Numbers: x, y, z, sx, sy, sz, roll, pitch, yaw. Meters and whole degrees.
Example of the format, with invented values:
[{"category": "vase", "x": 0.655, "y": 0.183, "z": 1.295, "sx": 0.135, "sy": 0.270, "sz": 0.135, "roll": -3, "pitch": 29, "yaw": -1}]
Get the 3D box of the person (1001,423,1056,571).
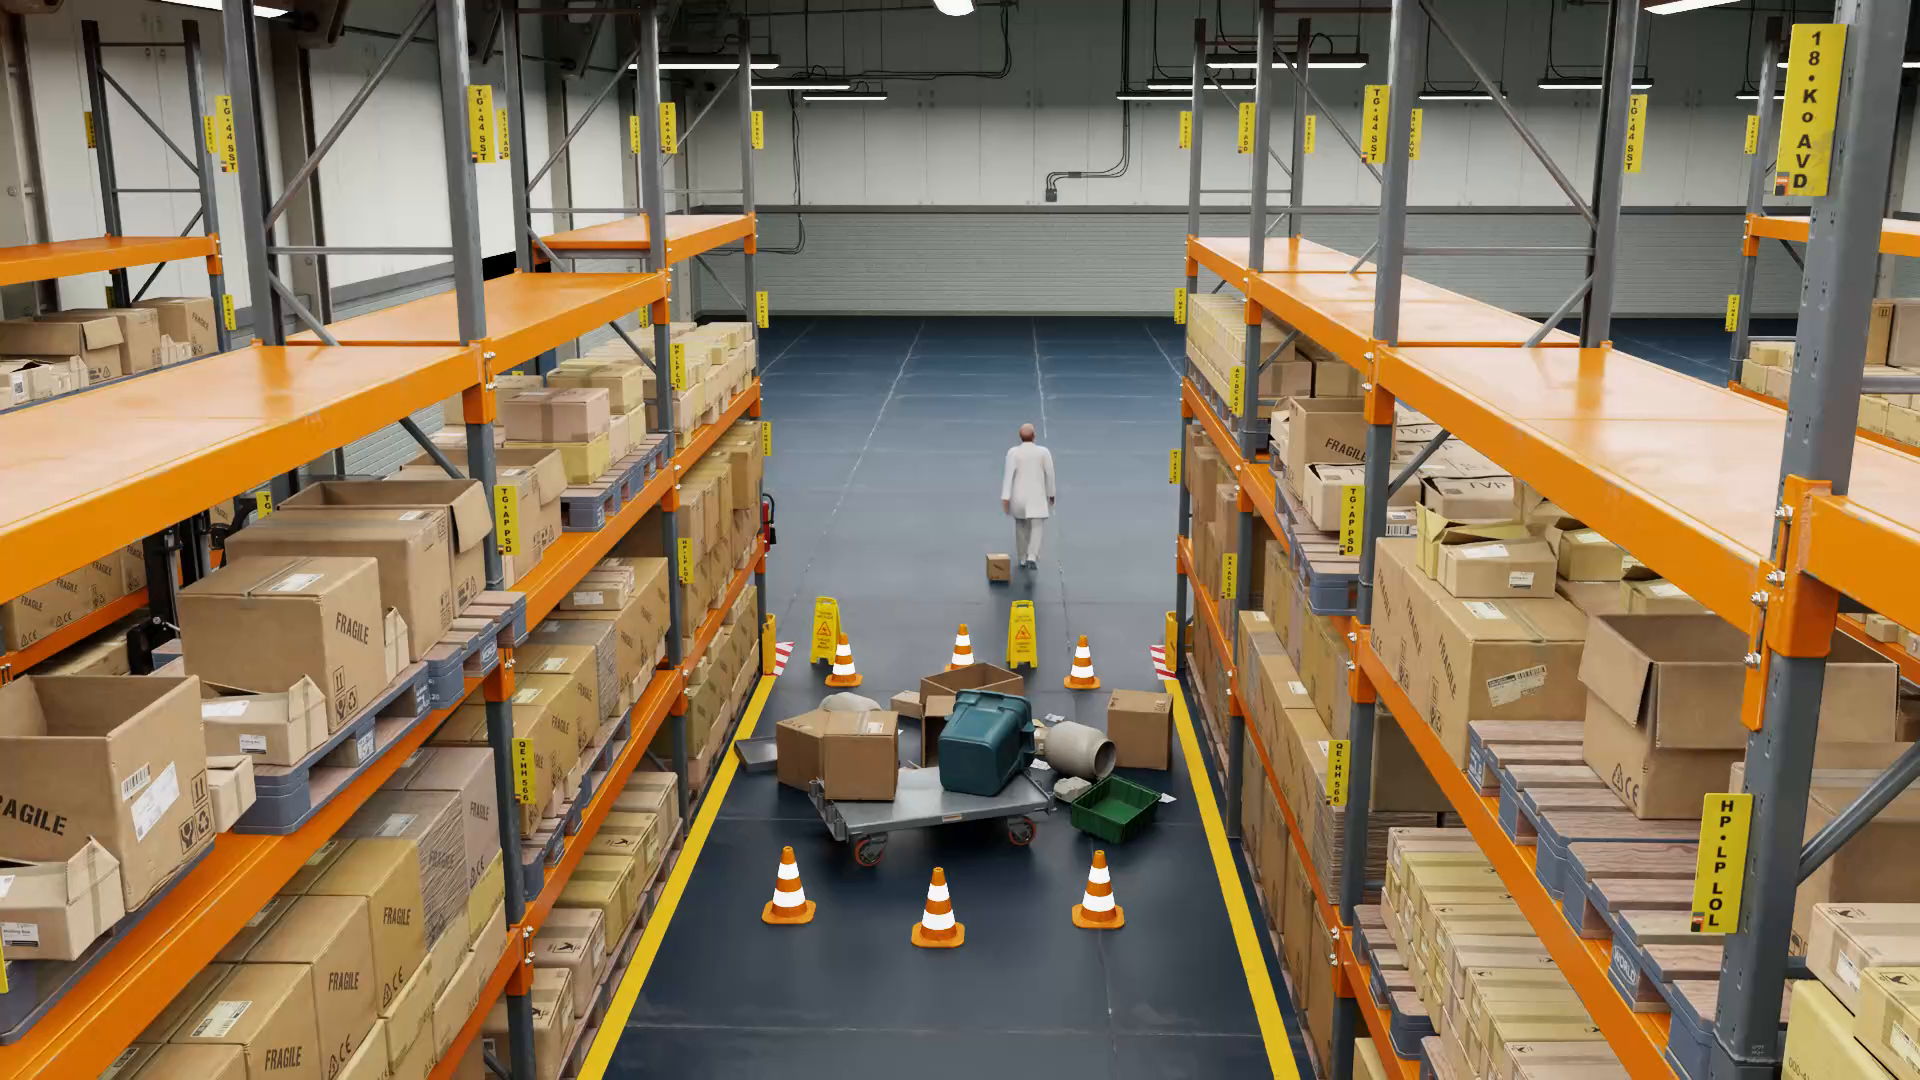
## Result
[{"category": "person", "x": 0.799, "y": -0.497, "z": 19.436, "sx": 0.619, "sy": 1.732, "sz": 1.096, "roll": 2, "pitch": 14, "yaw": 7}]
